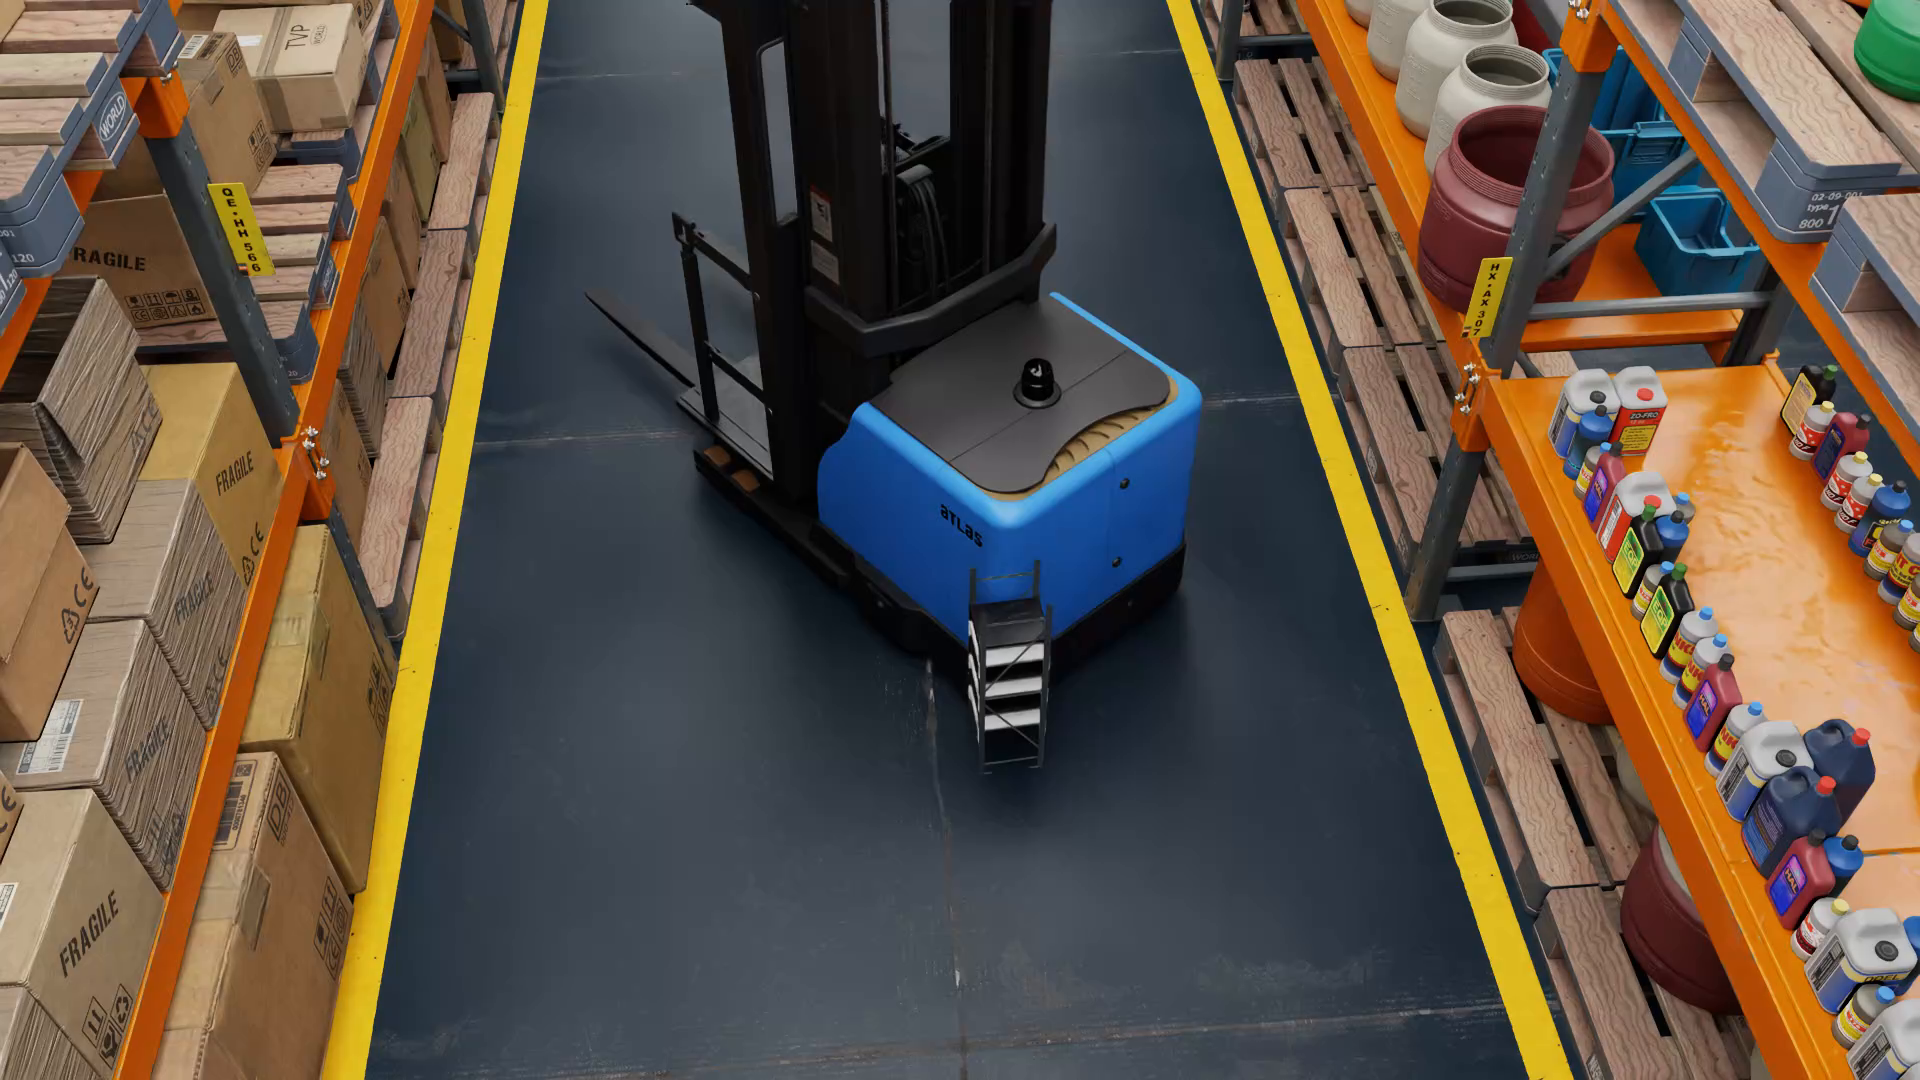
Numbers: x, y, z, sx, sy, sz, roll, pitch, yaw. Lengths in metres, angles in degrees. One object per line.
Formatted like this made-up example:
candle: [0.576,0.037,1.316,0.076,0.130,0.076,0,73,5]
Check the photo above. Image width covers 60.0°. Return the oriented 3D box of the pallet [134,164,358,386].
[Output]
pallet: [-2.826,-0.917,5.822,1.213,0.211,1.003,-3,47,-3]

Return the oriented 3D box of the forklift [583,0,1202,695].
forklift: [-0.478,-1.365,6.161,1.130,2.935,3.031,-33,55,-27]

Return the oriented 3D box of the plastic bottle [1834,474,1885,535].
plastic bottle: [2.754,-0.118,5.069,0.097,0.201,0.097,0,47,0]

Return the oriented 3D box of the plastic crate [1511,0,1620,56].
plastic crate: [2.445,-1.985,6.656,0.402,0.464,0.583,-3,47,-3]

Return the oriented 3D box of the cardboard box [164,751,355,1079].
cardboard box: [-2.556,1.258,4.803,1.225,0.875,0.875,-3,47,-3]

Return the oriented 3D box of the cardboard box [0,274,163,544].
cardboard box: [-2.615,-0.324,4.367,0.797,0.503,0.637,-2,47,-2]

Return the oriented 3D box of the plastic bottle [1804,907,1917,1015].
plastic bottle: [2.152,1.002,3.957,0.152,0.276,0.135,-3,47,-3]

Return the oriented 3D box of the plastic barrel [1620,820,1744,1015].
plastic barrel: [2.428,1.079,5.170,0.600,0.588,0.708,-3,47,-3]

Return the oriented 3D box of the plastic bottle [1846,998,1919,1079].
plastic bottle: [2.171,1.169,3.799,0.152,0.276,0.135,-3,47,-3]

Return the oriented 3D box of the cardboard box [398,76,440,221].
cardboard box: [-2.944,-1.868,8.009,0.700,0.500,0.500,-4,47,-4]

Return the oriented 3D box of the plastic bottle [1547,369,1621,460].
plastic bottle: [1.990,-0.400,5.285,0.152,0.276,0.135,-3,47,-3]

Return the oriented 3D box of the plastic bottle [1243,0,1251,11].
plastic bottle: [1.600,-3.102,9.383,0.097,0.201,0.097,0,47,0]

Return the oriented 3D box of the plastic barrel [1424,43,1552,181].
plastic barrel: [1.977,-1.545,6.207,0.421,0.512,0.421,0,47,0]

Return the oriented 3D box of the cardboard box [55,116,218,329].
cardboard box: [-2.745,-1.041,5.449,0.500,0.500,0.500,-9,47,-8]

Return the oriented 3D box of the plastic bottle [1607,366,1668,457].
plastic bottle: [2.141,-0.409,5.294,0.152,0.276,0.135,-3,47,-3]

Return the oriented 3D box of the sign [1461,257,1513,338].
sign: [1.728,-0.793,5.459,0.100,0.325,0.005,-3,47,-3]

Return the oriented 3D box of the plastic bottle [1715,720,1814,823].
plastic bottle: [2.106,0.603,4.334,0.152,0.276,0.135,-3,47,-3]

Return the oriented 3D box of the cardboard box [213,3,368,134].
cardboard box: [-2.571,-1.794,6.333,0.500,0.250,0.500,-5,47,-4]

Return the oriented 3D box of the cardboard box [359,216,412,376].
cardboard box: [-2.849,-1.060,7.243,0.700,0.500,0.500,0,47,0]

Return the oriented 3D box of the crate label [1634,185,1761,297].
crate label: [2.614,-1.045,5.926,0.303,0.233,0.416,-3,47,-3]

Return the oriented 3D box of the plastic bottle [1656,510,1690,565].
plastic bottle: [2.071,0.018,4.892,0.097,0.271,0.097,0,47,0]

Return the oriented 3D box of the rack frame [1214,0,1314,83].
rack frame: [1.941,-3.669,8.296,1.000,3.000,0.127,-3,47,-3]

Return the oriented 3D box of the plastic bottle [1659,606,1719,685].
plastic bottle: [2.041,0.285,4.639,0.097,0.271,0.097,0,47,0]

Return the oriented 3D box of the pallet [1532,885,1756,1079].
pallet: [2.482,1.632,5.195,1.003,0.211,1.213,-3,47,-3]

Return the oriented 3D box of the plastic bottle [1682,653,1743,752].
plastic bottle: [2.041,0.436,4.488,0.061,0.283,0.133,-3,47,-3]

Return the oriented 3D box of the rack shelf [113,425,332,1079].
rack shelf: [-2.493,1.220,4.160,1.077,0.370,4.000,-3,47,-3]

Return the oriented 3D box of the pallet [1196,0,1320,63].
pallet: [1.926,-3.199,9.771,1.003,0.211,1.213,-3,47,-3]

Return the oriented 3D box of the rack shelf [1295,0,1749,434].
rack shelf: [2.108,-1.975,7.186,1.077,0.370,4.000,-3,47,-3]

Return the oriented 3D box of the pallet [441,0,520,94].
pallet: [-3.086,-2.893,9.481,1.003,0.211,1.213,-3,47,-3]

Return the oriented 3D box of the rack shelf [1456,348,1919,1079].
rack shelf: [2.443,0.919,4.446,1.077,0.370,4.000,-3,47,-3]

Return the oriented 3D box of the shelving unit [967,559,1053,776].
shelving unit: [0.168,0.462,5.828,0.258,0.900,0.210,-7,47,-7]

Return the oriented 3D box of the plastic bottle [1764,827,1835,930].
plastic bottle: [2.087,0.834,4.111,0.061,0.283,0.133,-3,47,-3]

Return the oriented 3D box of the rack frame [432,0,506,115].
rack frame: [-2.995,-3.368,8.011,1.000,3.000,0.127,-3,47,-3]

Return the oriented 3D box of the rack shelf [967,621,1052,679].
rack shelf: [0.169,0.362,5.721,0.258,0.077,0.200,-7,47,-7]

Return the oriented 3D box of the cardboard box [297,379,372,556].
cardboard box: [-2.736,-0.250,6.476,0.700,0.500,0.500,-6,47,-5]

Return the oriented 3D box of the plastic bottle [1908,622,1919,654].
plastic bottle: [2.794,0.234,4.736,0.097,0.201,0.097,0,47,0]

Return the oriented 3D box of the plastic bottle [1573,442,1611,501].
plastic bottle: [1.980,-0.218,5.164,0.097,0.201,0.097,0,47,0]

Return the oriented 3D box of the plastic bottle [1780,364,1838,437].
plastic bottle: [2.735,-0.468,5.345,0.061,0.283,0.133,-3,47,-3]

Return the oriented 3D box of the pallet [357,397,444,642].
pallet: [-2.724,-0.081,6.818,1.003,0.211,1.213,-3,47,-3]

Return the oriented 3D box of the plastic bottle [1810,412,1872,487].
plastic bottle: [2.754,-0.301,5.186,0.061,0.283,0.133,-3,47,-3]

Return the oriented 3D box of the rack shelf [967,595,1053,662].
rack shelf: [0.169,0.300,5.656,0.258,0.077,0.200,-7,47,-7]

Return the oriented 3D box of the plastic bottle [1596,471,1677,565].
plastic bottle: [2.028,-0.065,4.968,0.152,0.276,0.135,-3,47,-3]

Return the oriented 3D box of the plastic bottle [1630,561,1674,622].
plastic bottle: [2.022,0.143,4.822,0.097,0.201,0.097,0,47,0]

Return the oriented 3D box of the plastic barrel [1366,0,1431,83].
plastic barrel: [1.900,-2.167,6.779,0.433,0.535,0.433,0,47,0]

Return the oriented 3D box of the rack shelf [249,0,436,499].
rack shelf: [-2.827,-1.674,6.901,1.077,0.370,4.000,-3,47,-3]

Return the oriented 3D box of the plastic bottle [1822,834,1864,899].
plastic bottle: [2.164,0.821,4.132,0.097,0.271,0.097,0,47,0]

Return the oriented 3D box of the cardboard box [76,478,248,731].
cardboard box: [-2.336,0.194,4.568,0.500,0.500,0.500,-4,47,-4]

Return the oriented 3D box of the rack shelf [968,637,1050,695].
rack shelf: [0.169,0.424,5.787,0.258,0.077,0.200,-7,47,-7]

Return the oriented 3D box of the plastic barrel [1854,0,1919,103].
plastic barrel: [2.135,-1.117,3.630,0.294,0.245,0.294,0,47,0]

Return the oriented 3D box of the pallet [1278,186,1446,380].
pallet: [2.150,-1.260,7.934,1.003,0.211,1.213,-3,47,-3]

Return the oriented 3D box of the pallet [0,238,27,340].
pallet: [-2.457,-0.169,3.045,1.003,0.211,1.213,-2,47,-1]

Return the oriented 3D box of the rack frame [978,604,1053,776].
rack frame: [0.185,0.535,5.760,0.240,0.900,0.006,-7,47,-7]

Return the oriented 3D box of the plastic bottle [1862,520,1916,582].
plastic bottle: [2.770,0.023,4.936,0.097,0.201,0.097,0,47,0]

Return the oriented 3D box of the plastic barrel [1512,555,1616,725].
plastic barrel: [2.334,0.179,5.856,0.600,0.830,0.708,-3,47,-3]

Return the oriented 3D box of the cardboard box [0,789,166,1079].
cardboard box: [-2.247,0.938,3.863,0.500,0.500,0.500,-3,47,-3]

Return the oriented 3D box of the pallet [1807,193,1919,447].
pallet: [2.350,-0.229,3.102,1.003,0.211,1.213,-3,47,-3]

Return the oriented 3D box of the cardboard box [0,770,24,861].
cardboard box: [-2.500,0.633,3.461,0.797,0.503,0.637,-2,47,-2]
